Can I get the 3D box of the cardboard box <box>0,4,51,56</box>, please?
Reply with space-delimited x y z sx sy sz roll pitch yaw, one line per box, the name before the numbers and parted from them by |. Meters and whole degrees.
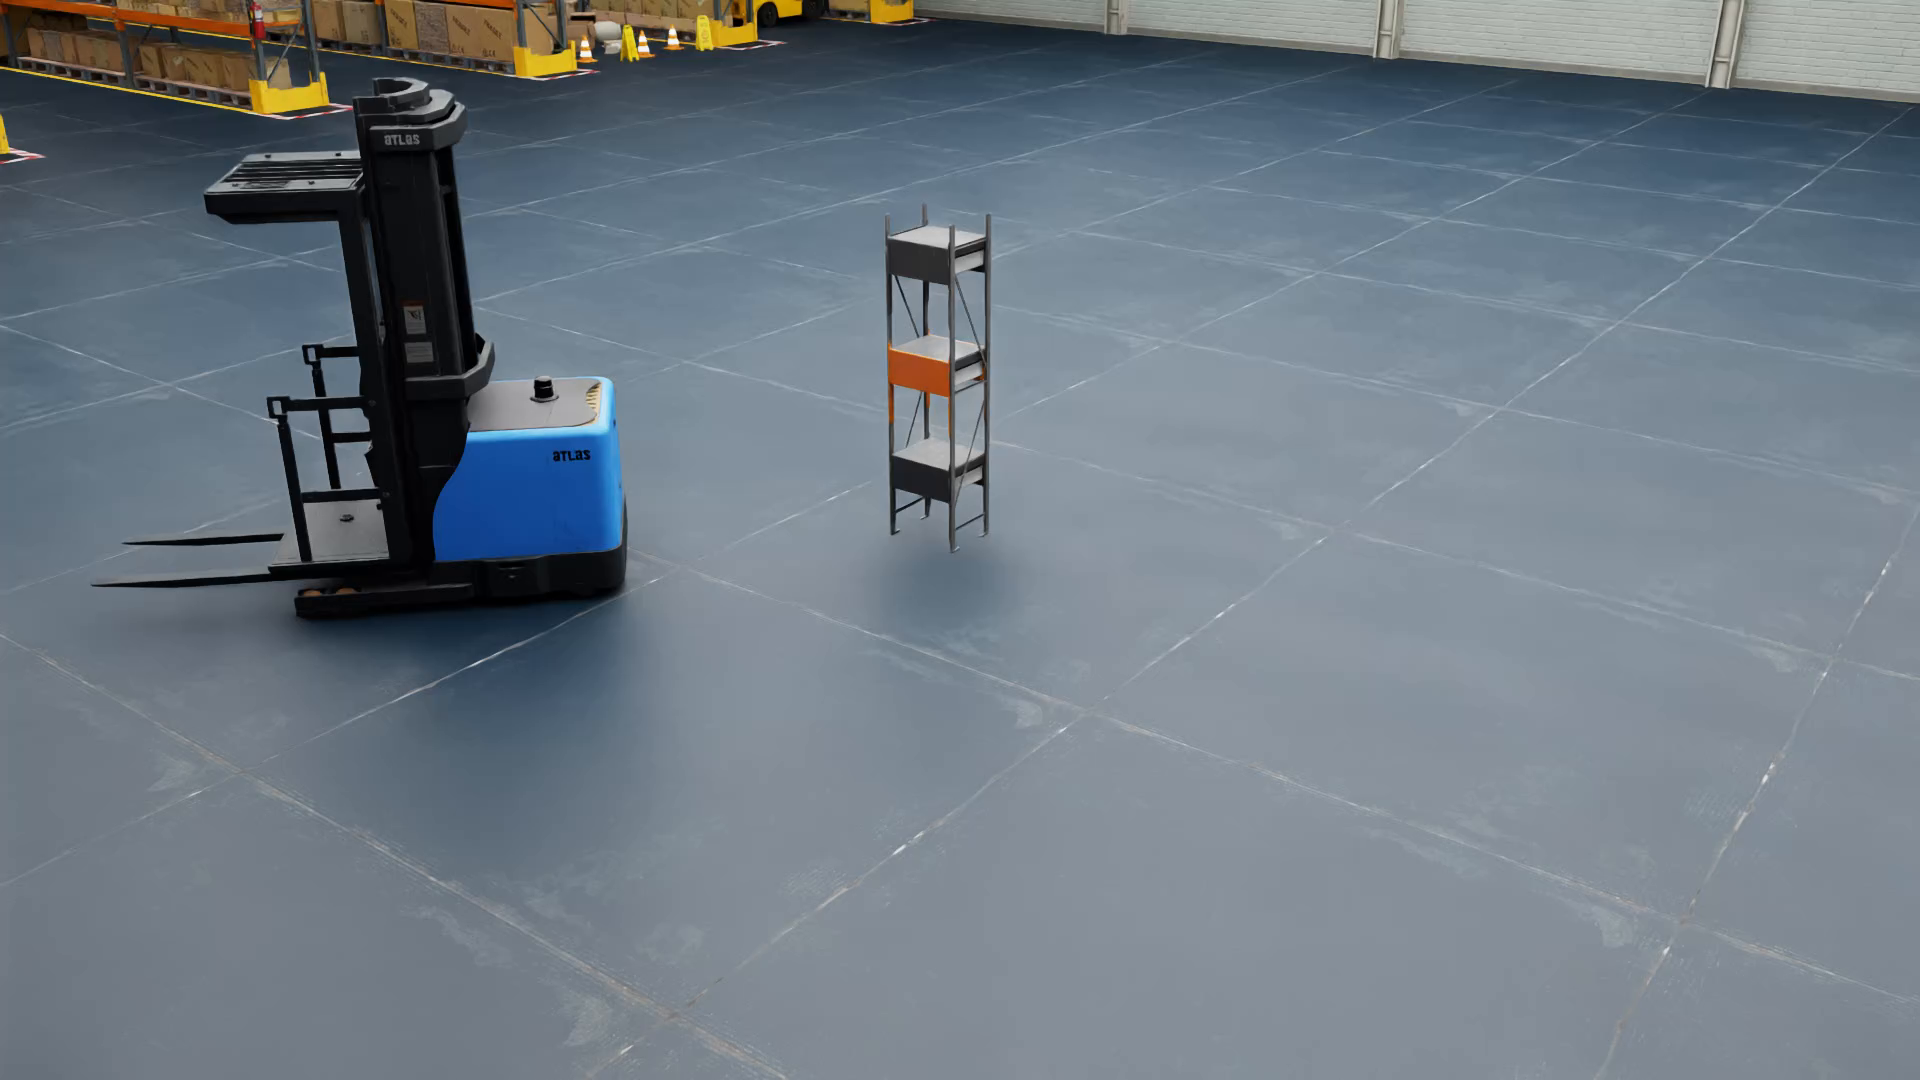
cardboard box | -17.388 -9.470 30.638 0.875 0.875 1.225 15 28 31

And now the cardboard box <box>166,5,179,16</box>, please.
cardboard box | -12.447 -8.487 26.604 0.250 0.149 0.380 17 29 33

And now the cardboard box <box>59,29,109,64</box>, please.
cardboard box | -15.390 -8.714 29.361 0.500 0.500 0.700 20 31 38

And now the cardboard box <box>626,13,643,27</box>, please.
cardboard box | -6.533 -10.758 34.336 0.500 0.250 0.500 16 29 33

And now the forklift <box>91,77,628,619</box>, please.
forklift | -3.584 -1.108 9.628 3.031 2.935 1.130 -4 24 -8

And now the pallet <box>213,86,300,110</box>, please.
pallet | -11.136 -7.093 26.585 1.213 0.211 1.003 17 29 33

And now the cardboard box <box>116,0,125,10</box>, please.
cardboard box | -13.655 -8.846 27.417 0.250 0.149 0.380 17 29 33

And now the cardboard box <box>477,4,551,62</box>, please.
cardboard box | -7.973 -9.081 29.754 0.875 0.875 0.875 17 29 34

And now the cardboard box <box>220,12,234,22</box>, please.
cardboard box | -11.229 -8.134 25.803 0.250 0.149 0.380 17 29 33

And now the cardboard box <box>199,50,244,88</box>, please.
cardboard box | -11.924 -7.638 26.945 0.500 0.500 0.500 20 31 38

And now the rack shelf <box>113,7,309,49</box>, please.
rack shelf | -12.047 -8.297 26.752 4.000 0.370 1.077 17 29 33

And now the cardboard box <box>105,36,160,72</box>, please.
cardboard box | -14.125 -8.322 28.473 0.500 0.500 0.700 14 28 29

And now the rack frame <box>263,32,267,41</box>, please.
rack frame | -13.792 -11.653 33.477 0.127 3.000 1.000 17 29 33

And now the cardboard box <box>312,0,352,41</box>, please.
cardboard box | -11.912 -10.204 32.458 0.750 0.750 1.050 17 29 33

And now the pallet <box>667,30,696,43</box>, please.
pallet | -5.193 -10.290 33.842 1.213 0.211 1.003 17 29 33

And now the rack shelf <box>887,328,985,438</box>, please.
rack shelf | -0.132 -0.988 10.423 0.480 0.518 0.431 17 29 33

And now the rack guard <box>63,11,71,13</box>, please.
rack guard | -20.133 -12.425 38.330 0.348 0.500 1.175 17 29 33

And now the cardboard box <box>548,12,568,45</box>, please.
cardboard box | -8.180 -10.091 32.860 0.503 0.637 0.797 17 29 33

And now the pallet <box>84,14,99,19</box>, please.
pallet | -19.504 -12.085 37.916 1.213 0.211 1.003 17 29 33

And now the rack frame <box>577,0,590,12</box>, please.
rack frame | -7.704 -12.307 34.962 0.127 3.000 1.000 17 29 33

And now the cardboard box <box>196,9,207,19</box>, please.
cardboard box | -11.808 -8.327 26.240 0.250 0.149 0.380 17 29 33

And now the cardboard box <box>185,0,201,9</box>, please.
cardboard box | -11.716 -8.683 26.244 0.500 0.500 0.875 17 29 33

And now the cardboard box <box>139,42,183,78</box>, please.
cardboard box | -13.351 -8.048 27.876 0.500 0.500 0.500 16 28 32

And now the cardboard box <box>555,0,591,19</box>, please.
cardboard box | -8.125 -11.423 35.693 0.625 0.372 0.950 17 29 34

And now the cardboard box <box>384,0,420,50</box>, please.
cardboard box | -10.130 -9.731 31.229 0.875 0.875 0.875 17 29 34

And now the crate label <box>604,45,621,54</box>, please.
crate label | -6.681 -9.447 32.022 0.298 0.136 0.250 3 24 6

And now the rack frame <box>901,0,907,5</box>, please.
rack frame | -1.529 -12.942 36.403 0.127 3.000 1.000 17 29 33

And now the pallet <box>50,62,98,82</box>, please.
pallet | -15.251 -8.316 29.363 1.213 0.211 1.003 17 29 33

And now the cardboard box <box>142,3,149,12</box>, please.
cardboard box | -13.041 -8.672 27.024 0.250 0.149 0.380 17 29 33

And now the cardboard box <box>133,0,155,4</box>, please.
cardboard box | -12.945 -9.030 27.032 0.500 0.500 0.875 17 29 33

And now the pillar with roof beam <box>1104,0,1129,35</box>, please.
pillar with roof beam | 0.674 -13.307 29.790 0.400 9.000 9.100 17 29 33

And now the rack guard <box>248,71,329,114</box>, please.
rack guard | -10.507 -7.017 26.055 0.348 0.500 1.175 17 29 33

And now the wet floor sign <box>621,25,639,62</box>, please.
wet floor sign | -6.180 -9.273 30.995 0.232 0.644 0.267 12 26 24

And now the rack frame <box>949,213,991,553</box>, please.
rack frame | 0.063 -0.942 10.284 0.015 2.100 0.400 17 29 33

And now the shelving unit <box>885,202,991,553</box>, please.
shelving unit | -0.132 -1.001 10.417 0.503 2.100 0.431 17 29 33

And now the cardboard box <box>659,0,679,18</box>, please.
cardboard box | -5.720 -10.851 33.618 0.500 0.500 0.500 18 30 35

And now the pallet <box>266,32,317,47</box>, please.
pallet | -13.207 -10.162 33.551 1.213 0.211 1.003 17 29 33

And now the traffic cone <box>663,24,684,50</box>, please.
traffic cone | -5.621 -9.867 32.569 0.334 0.463 0.336 17 29 33

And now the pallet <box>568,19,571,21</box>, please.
pallet | -8.327 -11.219 35.950 1.213 0.211 1.003 17 29 33

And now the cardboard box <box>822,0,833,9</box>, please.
cardboard box | -2.881 -12.135 37.461 0.500 0.250 0.500 17 29 34

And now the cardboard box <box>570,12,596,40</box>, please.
cardboard box | -7.662 -10.466 33.881 0.500 0.500 0.500 -5 24 -12

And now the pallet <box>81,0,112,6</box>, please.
pallet | -14.171 -9.254 28.270 1.213 0.211 1.003 17 29 33

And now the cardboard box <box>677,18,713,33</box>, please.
cardboard box | -5.330 -10.388 33.496 0.500 0.250 0.500 17 29 33

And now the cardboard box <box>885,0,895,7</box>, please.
cardboard box | -1.805 -12.058 37.286 0.500 0.250 0.500 17 29 34

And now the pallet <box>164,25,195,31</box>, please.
pallet | -16.369 -11.156 35.808 1.213 0.211 1.003 17 29 33

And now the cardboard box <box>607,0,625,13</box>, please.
cardboard box | -6.958 -11.229 34.474 0.500 0.500 0.500 18 30 35

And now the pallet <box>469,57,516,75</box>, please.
pallet | -8.077 -8.610 30.030 1.213 0.211 1.003 17 29 33

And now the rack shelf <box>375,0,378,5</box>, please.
rack shelf | -12.192 -10.840 32.524 4.000 0.370 1.077 17 29 33
